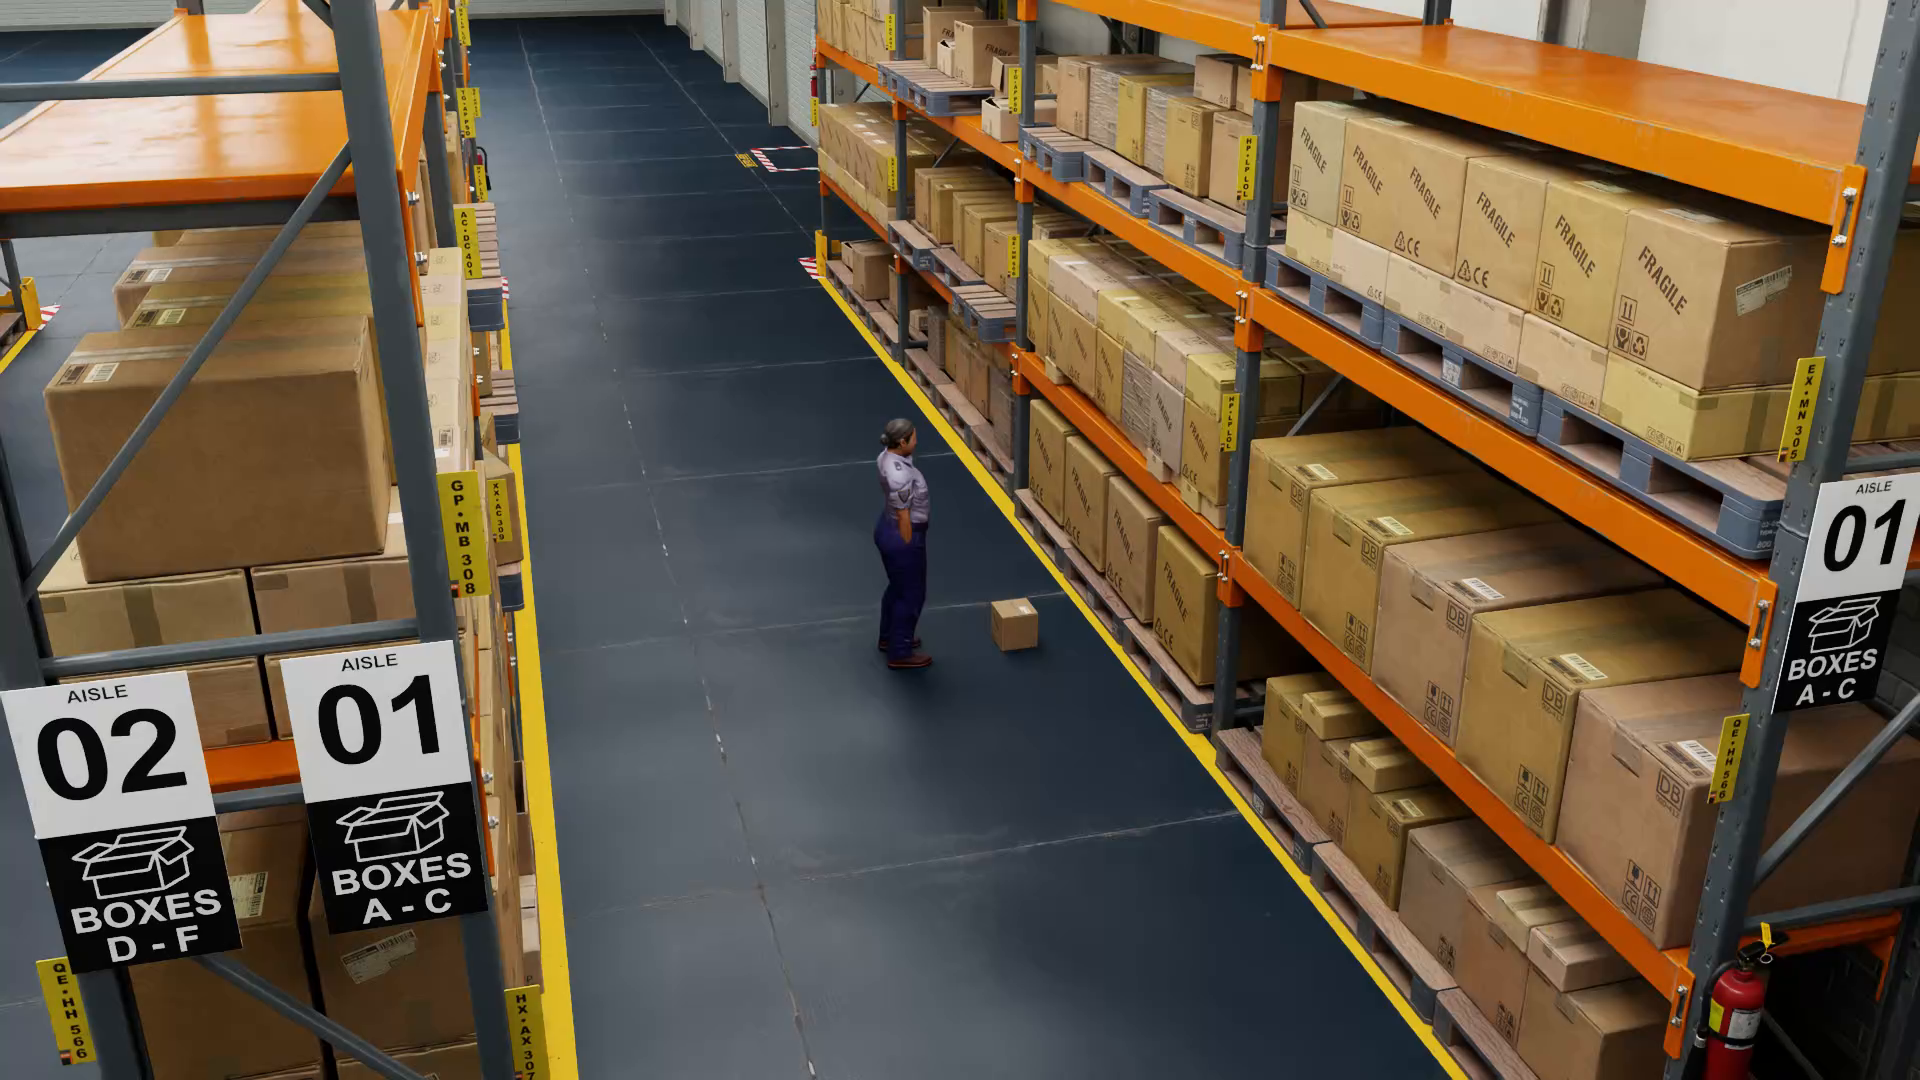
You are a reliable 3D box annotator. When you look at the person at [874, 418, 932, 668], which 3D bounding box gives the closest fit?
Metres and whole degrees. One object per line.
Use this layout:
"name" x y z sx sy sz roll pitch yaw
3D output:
"person" -0.362 -0.001 10.672 0.324 1.645 0.470 -6 24 -13
